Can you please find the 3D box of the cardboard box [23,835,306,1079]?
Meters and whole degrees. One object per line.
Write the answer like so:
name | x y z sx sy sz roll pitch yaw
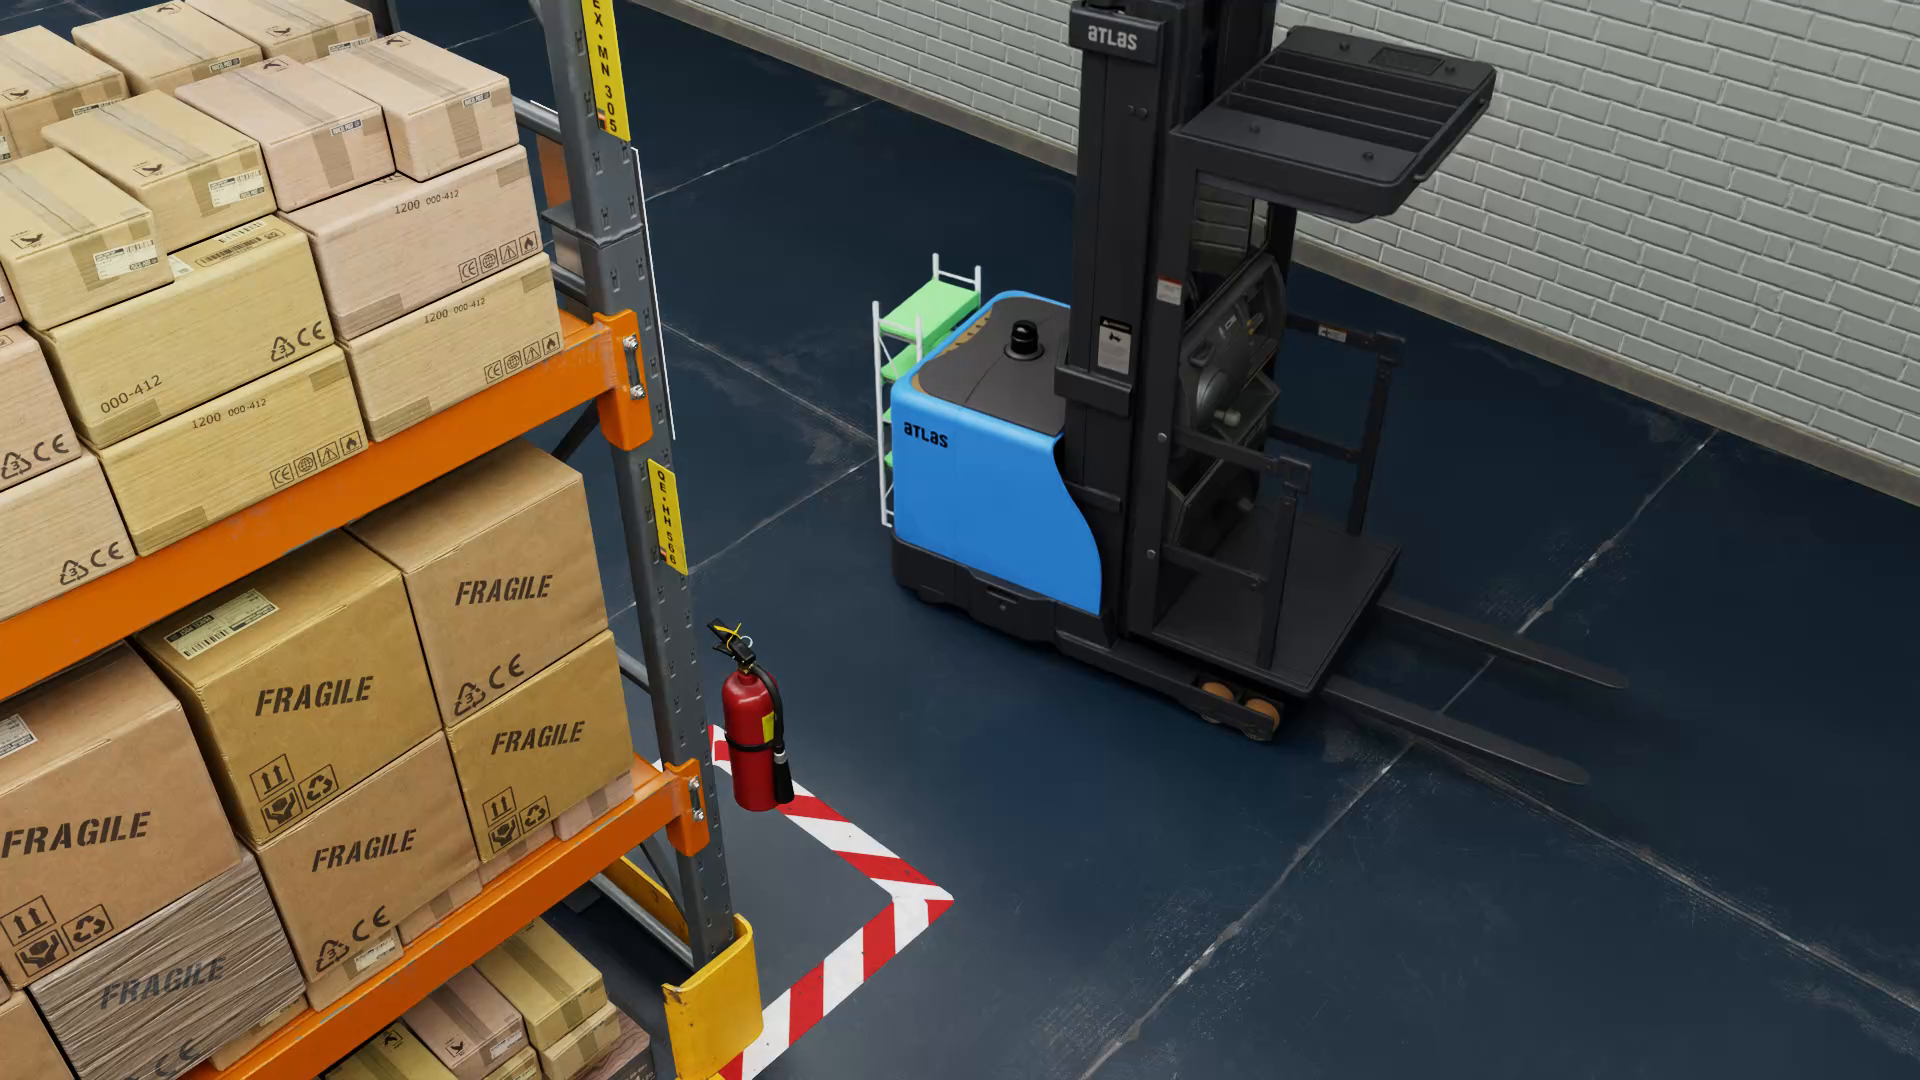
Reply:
cardboard box | -1.937 0.910 3.876 0.500 0.500 0.500 30 47 32

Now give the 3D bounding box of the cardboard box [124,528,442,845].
cardboard box | -1.605 0.280 3.865 0.500 0.500 0.500 28 46 31

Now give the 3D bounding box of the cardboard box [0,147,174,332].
cardboard box | -1.655 -0.554 3.025 0.380 0.149 0.250 30 48 32

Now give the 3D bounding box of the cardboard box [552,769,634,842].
cardboard box | -1.149 0.647 4.729 0.380 0.149 0.250 30 47 32

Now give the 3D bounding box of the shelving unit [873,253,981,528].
shelving unit | -0.138 -0.640 7.590 0.258 1.200 0.503 20 43 24

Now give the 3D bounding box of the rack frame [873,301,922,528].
rack frame | -0.264 -0.510 7.426 0.240 1.200 0.015 20 43 24

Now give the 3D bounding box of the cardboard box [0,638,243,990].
cardboard box | -1.949 0.523 3.559 0.500 0.500 0.500 -32 48 -33

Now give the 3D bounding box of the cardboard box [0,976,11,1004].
cardboard box | -2.303 0.767 3.252 0.500 0.500 0.500 28 46 31

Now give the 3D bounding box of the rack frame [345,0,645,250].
rack frame | -1.138 -2.068 3.121 1.000 3.000 0.127 30 47 32

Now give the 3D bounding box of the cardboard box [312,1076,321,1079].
cardboard box | -1.822 1.704 4.672 0.380 0.149 0.250 28 46 30

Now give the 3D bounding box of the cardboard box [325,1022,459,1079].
cardboard box | -1.601 1.612 4.788 0.380 0.149 0.250 29 47 31

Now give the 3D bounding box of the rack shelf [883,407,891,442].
rack shelf | -0.138 -0.590 7.629 0.258 0.148 0.480 20 43 24

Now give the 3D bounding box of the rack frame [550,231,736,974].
rack frame | -1.138 0.280 4.988 1.000 3.000 0.127 30 47 32

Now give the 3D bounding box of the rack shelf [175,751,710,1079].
rack shelf | -2.487 1.480 4.056 1.077 0.370 4.000 30 47 32

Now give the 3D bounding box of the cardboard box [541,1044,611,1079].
cardboard box | -1.339 1.561 5.330 0.380 0.149 0.250 30 48 33

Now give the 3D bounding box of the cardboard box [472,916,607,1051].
cardboard box | -1.308 1.348 5.120 0.380 0.149 0.250 30 47 32

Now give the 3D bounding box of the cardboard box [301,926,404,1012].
cardboard box | -1.658 0.994 4.292 0.380 0.149 0.250 31 48 33

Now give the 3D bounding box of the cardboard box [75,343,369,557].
cardboard box | -1.588 -0.278 3.400 0.500 0.250 0.500 30 47 32

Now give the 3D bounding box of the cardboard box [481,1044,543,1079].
cardboard box | -1.499 1.575 5.074 0.380 0.149 0.250 28 47 31

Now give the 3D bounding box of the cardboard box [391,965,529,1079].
cardboard box | -1.520 1.439 5.005 0.380 0.149 0.250 31 48 33

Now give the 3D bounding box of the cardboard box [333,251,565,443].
cardboard box | -1.249 -0.515 3.699 0.500 0.250 0.500 29 47 31

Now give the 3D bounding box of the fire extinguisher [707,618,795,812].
fire extinguisher | -0.627 0.534 5.030 0.296 0.674 0.183 30 47 32

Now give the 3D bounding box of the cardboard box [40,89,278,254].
cardboard box | -1.556 -0.721 3.235 0.380 0.149 0.250 28 46 31

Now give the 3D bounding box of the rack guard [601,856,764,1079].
rack guard | -1.189 1.293 5.722 1.175 0.500 0.348 30 47 32

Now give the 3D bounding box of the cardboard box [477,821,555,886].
cardboard box | -1.345 0.745 4.605 0.380 0.149 0.250 30 47 32

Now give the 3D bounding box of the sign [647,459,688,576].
sign | -0.742 -0.055 4.225 0.100 0.325 0.005 30 47 32

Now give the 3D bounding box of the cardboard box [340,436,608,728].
cardboard box | -1.263 0.048 4.157 0.500 0.500 0.500 29 47 31

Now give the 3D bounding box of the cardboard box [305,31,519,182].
cardboard box | -1.145 -0.911 3.474 0.380 0.149 0.250 29 47 32

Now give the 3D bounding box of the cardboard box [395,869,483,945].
cardboard box | -1.503 0.867 4.452 0.380 0.149 0.250 29 47 31

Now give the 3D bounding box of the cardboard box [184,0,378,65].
cardboard box | -1.525 -1.134 3.754 0.380 0.149 0.250 29 47 32

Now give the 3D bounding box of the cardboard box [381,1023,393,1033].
cardboard box | -1.844 1.492 5.416 0.380 0.149 0.250 29 47 32

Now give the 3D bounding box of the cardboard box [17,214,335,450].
cardboard box | -1.605 -0.477 3.249 0.500 0.250 0.500 28 46 31

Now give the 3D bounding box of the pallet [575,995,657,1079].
pallet | -1.763 1.765 5.361 1.003 0.211 1.213 30 47 32

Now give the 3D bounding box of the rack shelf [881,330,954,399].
rack shelf | -0.139 -0.778 7.480 0.258 0.148 0.480 20 43 24

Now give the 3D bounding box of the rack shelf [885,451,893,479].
rack shelf | -0.137 -0.402 7.778 0.258 0.148 0.480 20 43 24

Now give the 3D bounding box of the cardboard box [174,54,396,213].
cardboard box | -1.368 -0.830 3.372 0.380 0.149 0.250 30 48 32

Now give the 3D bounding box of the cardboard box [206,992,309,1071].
cardboard box | -1.857 1.102 4.155 0.380 0.149 0.250 27 46 30

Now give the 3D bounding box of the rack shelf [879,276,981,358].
rack shelf | -0.140 -0.966 7.332 0.258 0.148 0.480 20 43 24

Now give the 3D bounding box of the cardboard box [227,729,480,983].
cardboard box | -1.602 0.673 4.174 0.500 0.500 0.500 29 47 31

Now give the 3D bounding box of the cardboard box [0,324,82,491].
cardboard box | -1.952 -0.243 2.954 0.500 0.250 0.500 30 48 32

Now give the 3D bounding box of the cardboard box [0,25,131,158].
cardboard box | -1.947 -0.930 3.498 0.380 0.149 0.250 30 47 32

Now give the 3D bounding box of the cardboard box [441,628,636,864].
cardboard box | -1.251 0.439 4.469 0.500 0.500 0.500 31 48 33

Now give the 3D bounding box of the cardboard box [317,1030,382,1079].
cardboard box | -2.007 1.500 5.168 0.380 0.149 0.250 30 47 32

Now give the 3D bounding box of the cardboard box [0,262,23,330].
cardboard box | -1.870 -0.463 2.910 0.380 0.149 0.250 29 47 31

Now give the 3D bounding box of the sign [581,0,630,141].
sign | -0.742 -0.998 3.474 0.100 0.325 0.005 30 47 32

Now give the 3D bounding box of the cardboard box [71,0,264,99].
cardboard box | -1.710 -1.024 3.617 0.380 0.149 0.250 32 48 33

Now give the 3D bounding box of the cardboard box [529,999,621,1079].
cardboard box | -1.283 1.477 5.196 0.380 0.149 0.250 28 46 31

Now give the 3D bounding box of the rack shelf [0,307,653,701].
rack shelf | -2.487 0.306 3.123 1.077 0.370 4.000 30 47 32

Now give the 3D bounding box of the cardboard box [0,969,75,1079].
cardboard box | -2.281 1.135 3.593 0.500 0.500 0.500 -32 48 -33

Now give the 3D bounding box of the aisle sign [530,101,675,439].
aisle sign | -0.867 -0.645 4.063 0.394 0.787 0.004 30 47 32

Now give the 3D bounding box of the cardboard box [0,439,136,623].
cardboard box | -1.933 -0.056 3.120 0.500 0.250 0.500 32 48 34

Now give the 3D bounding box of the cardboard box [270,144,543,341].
cardboard box | -1.261 -0.713 3.545 0.500 0.250 0.500 28 46 31

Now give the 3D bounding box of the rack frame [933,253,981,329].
rack frame | -0.012 -0.770 7.753 0.240 1.200 0.015 20 43 24

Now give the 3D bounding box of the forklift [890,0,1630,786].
forklift | 1.224 -0.717 6.296 3.031 2.935 1.130 21 43 24

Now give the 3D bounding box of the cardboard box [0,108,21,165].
cardboard box | -2.111 -0.819 3.358 0.380 0.149 0.250 30 48 32
